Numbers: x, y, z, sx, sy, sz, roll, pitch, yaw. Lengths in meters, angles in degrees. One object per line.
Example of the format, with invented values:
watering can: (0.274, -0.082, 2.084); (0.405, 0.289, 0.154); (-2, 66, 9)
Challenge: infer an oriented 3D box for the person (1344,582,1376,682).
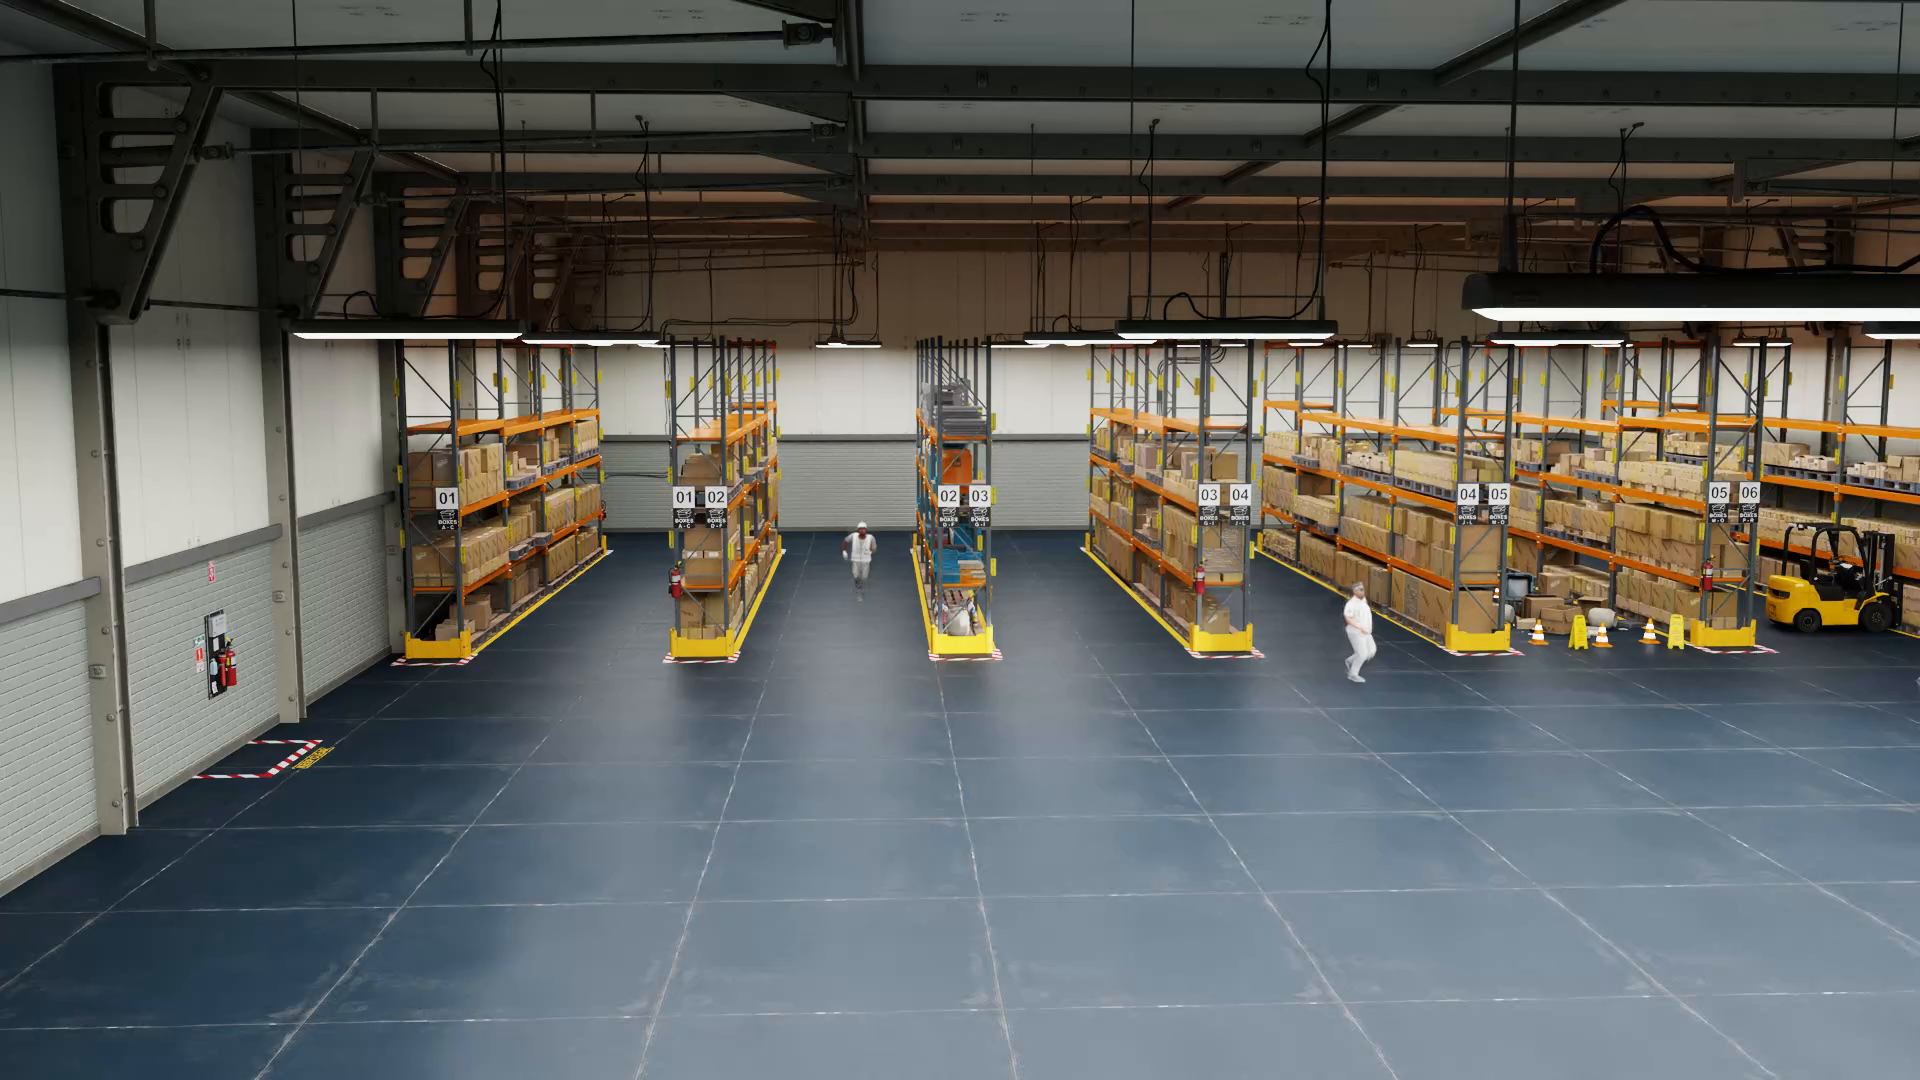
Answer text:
person: (6.947, 1.586, 28.921); (0.522, 1.746, 0.667); (6, 9, 41)

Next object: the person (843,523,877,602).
person: (-2.160, 0.494, 35.907); (0.731, 1.758, 0.708); (0, 7, -4)

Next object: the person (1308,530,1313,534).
person: (10.624, -0.723, 49.235); (0.799, 1.820, 0.723); (0, 6, 3)
